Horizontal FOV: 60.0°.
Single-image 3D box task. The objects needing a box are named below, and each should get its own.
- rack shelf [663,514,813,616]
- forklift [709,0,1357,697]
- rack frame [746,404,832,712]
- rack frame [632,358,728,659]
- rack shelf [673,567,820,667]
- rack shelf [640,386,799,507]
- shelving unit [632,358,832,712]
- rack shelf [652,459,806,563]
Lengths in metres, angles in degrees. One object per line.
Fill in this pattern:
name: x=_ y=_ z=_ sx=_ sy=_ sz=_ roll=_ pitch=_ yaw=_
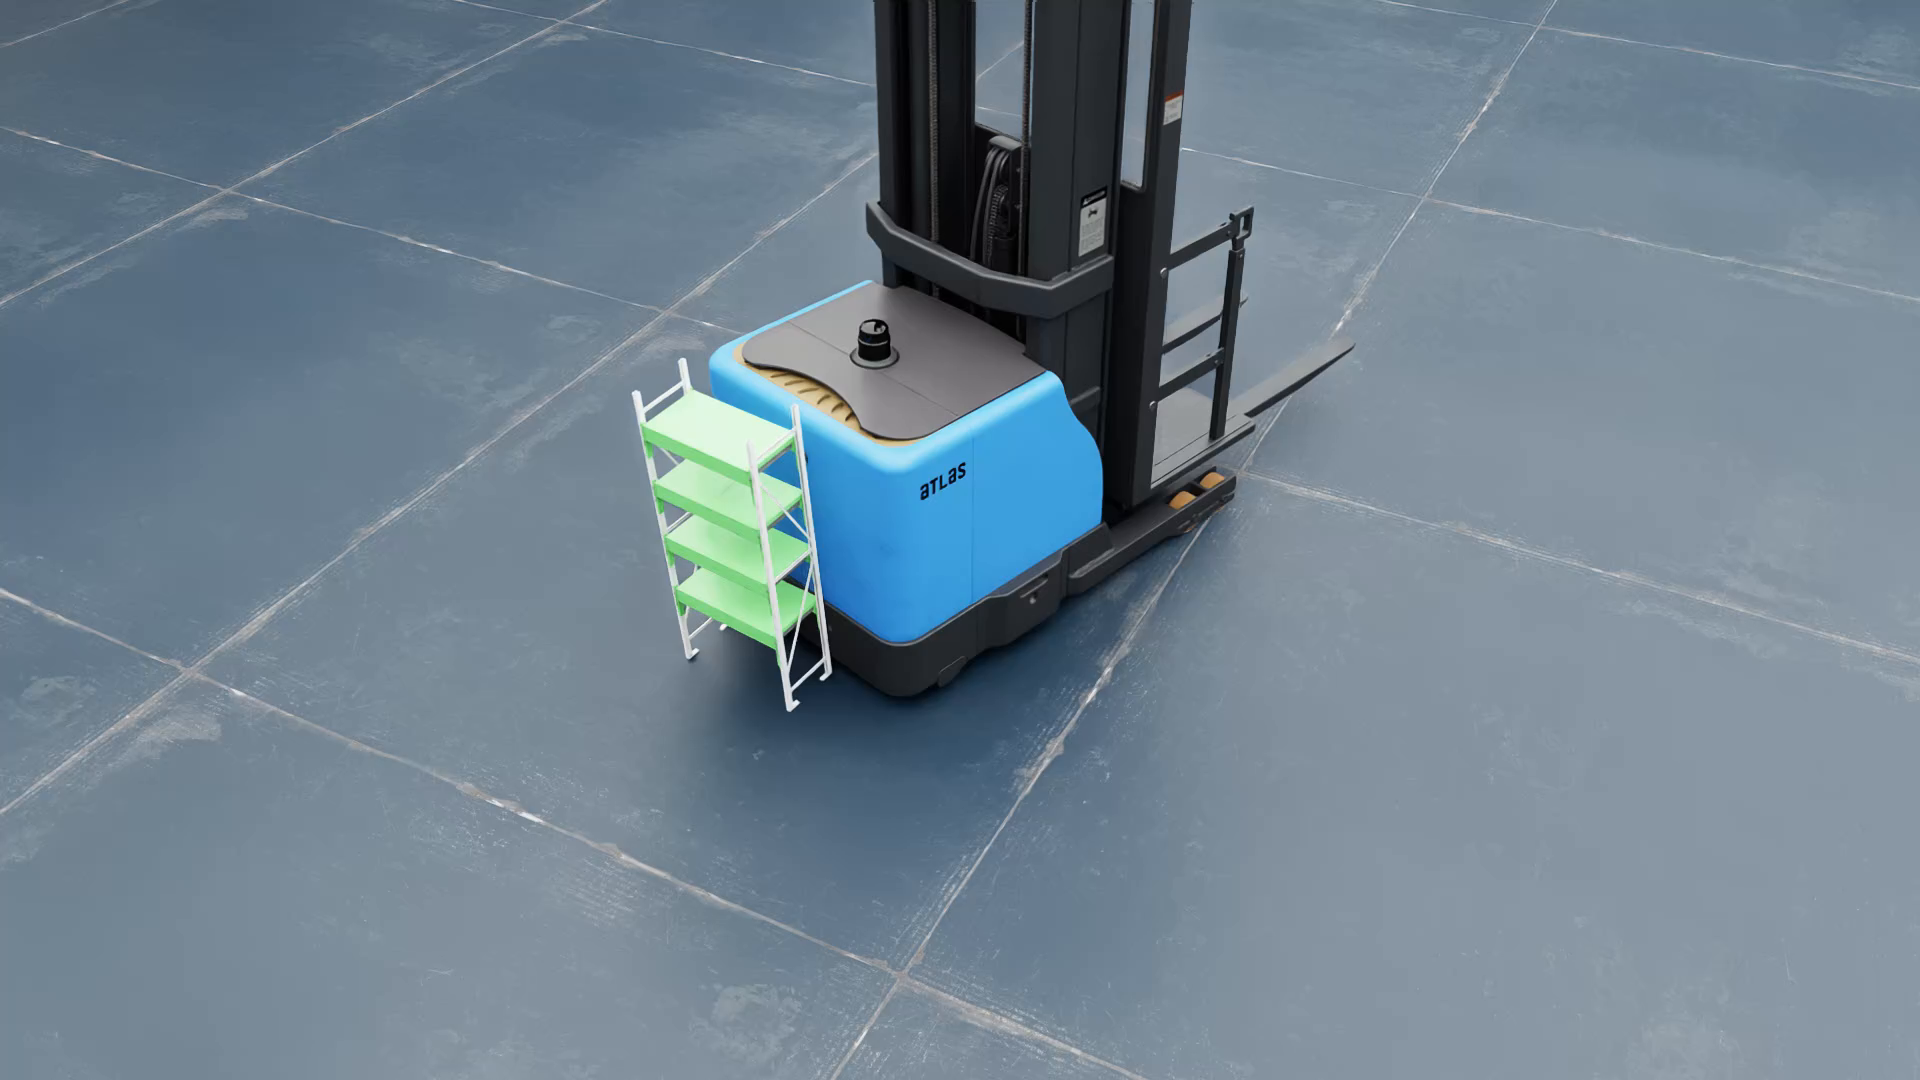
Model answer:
rack shelf: x=-0.763 y=0.053 z=5.780 sx=0.480 sy=0.148 sz=0.258 roll=23 pitch=47 yaw=28
forklift: x=0.499 y=-1.396 z=6.166 sx=3.031 sy=2.935 sz=1.130 roll=-31 pitch=47 yaw=-34
rack frame: x=-0.567 y=0.090 z=5.625 sx=0.015 sy=1.200 sz=0.240 roll=23 pitch=47 yaw=28
rack frame: x=-0.964 y=-0.082 z=5.852 sx=0.015 sy=1.200 sz=0.240 roll=23 pitch=47 yaw=28
rack shelf: x=-0.754 y=0.236 z=5.935 sx=0.480 sy=0.148 sz=0.258 roll=23 pitch=47 yaw=28
rack shelf: x=-0.782 y=-0.313 z=5.469 sx=0.480 sy=0.148 sz=0.258 roll=23 pitch=47 yaw=28
shelving unit: x=-0.766 y=0.004 z=5.738 sx=0.503 sy=1.200 sz=0.258 roll=23 pitch=47 yaw=28
rack shelf: x=-0.773 y=-0.130 z=5.624 sx=0.480 sy=0.148 sz=0.258 roll=23 pitch=47 yaw=28
